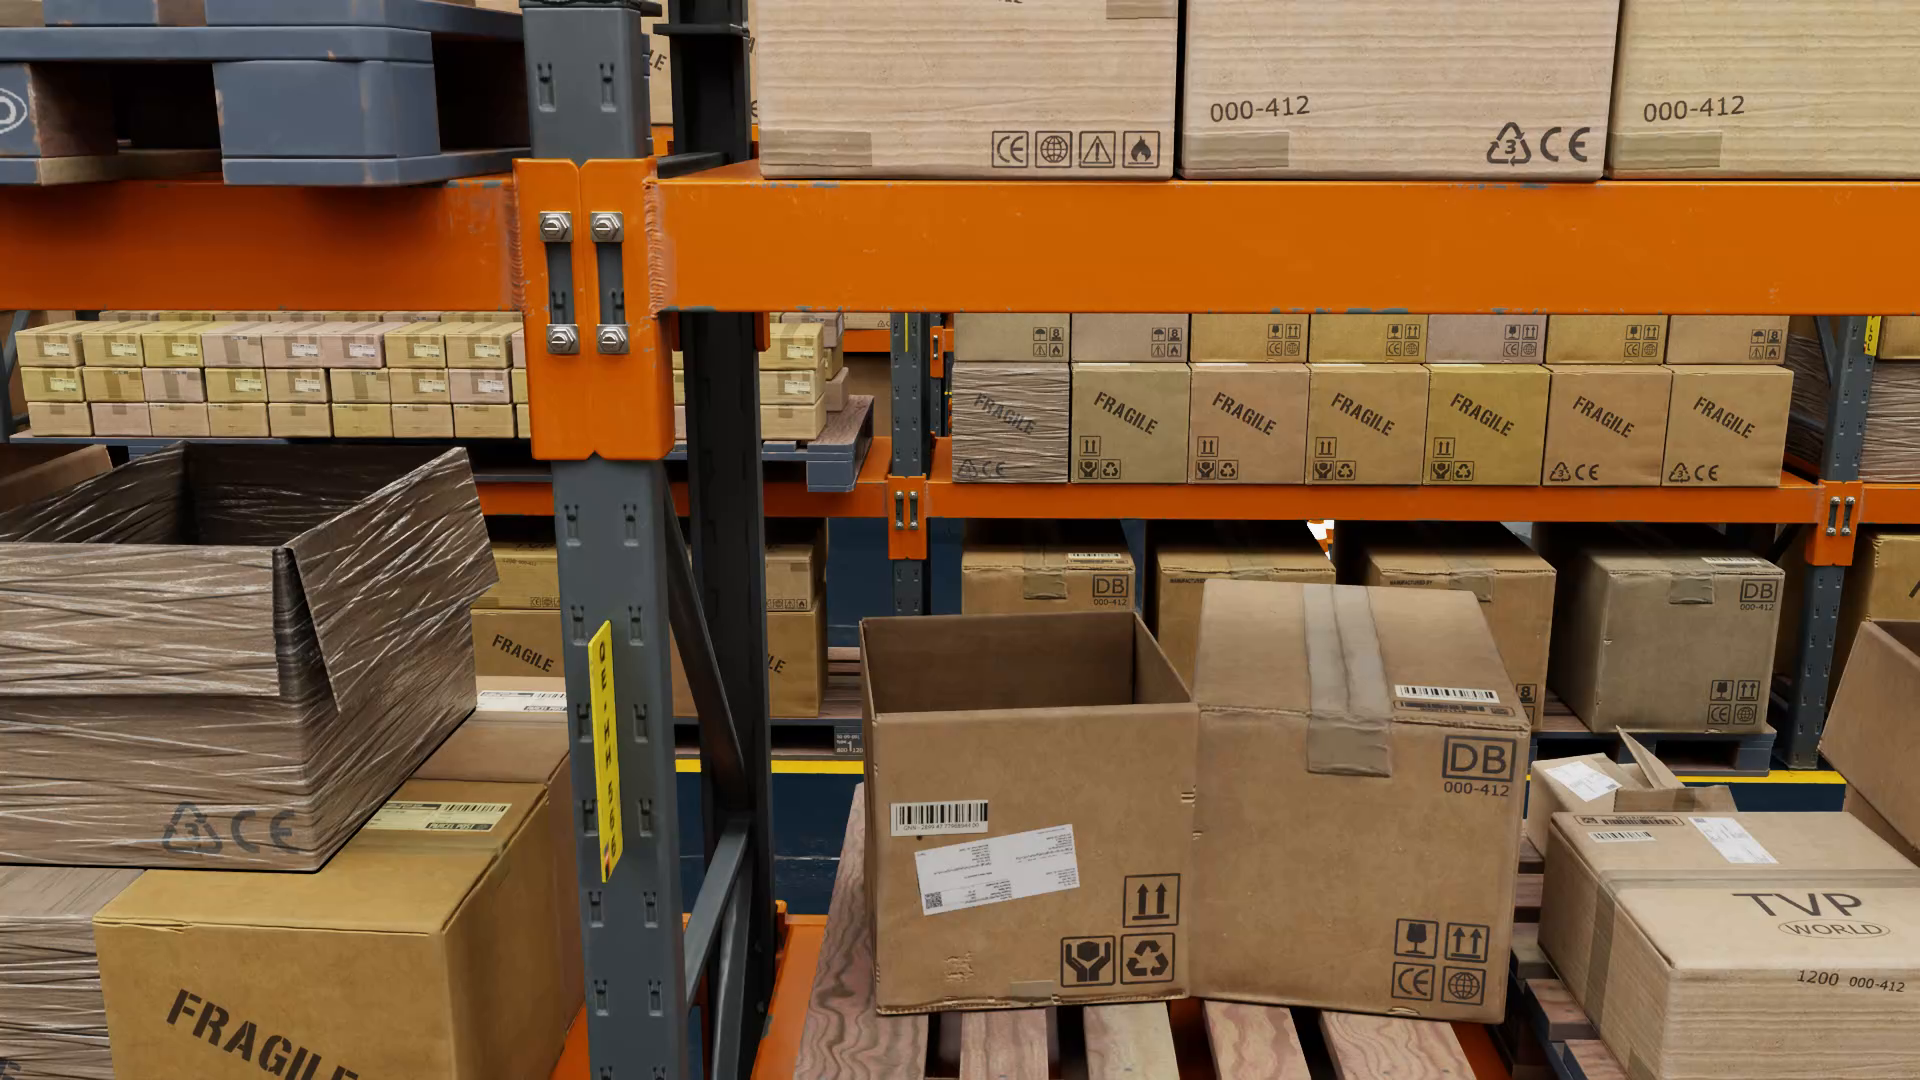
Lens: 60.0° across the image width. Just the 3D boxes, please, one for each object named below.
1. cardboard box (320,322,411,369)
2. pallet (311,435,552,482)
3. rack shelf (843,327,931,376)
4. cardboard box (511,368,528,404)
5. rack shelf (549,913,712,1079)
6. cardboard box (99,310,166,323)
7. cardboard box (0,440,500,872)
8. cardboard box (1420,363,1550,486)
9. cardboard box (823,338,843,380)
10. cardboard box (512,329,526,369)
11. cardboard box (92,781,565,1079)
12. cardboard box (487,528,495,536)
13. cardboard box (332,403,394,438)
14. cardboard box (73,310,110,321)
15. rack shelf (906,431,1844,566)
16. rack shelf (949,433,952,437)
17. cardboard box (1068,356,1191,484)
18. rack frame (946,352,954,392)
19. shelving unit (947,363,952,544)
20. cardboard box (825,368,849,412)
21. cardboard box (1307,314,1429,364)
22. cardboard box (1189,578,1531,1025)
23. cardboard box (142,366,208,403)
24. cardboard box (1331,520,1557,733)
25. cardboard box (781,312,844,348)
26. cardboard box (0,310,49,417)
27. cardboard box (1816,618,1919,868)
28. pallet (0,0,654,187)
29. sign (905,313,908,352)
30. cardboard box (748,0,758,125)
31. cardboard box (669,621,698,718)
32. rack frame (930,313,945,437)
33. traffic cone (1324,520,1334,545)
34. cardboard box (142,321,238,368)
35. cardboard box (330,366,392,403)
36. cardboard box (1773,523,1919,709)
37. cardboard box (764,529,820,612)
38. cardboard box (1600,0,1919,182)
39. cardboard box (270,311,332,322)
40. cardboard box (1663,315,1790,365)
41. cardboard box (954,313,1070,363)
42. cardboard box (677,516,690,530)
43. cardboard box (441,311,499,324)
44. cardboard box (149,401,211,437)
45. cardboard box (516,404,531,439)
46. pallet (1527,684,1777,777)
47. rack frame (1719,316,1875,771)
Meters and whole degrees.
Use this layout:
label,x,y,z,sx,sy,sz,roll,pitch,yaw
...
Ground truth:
label,x,y,z,sx,sy,sz,roll,pitch,yaw
cardboard box,-2.543,-0.839,7.144,0.250,0.149,0.380,1,15,4
pallet,-2.199,-0.482,7.662,1.213,0.211,1.003,0,15,1
rack shelf,-2.193,-1.500,12.556,4.000,0.370,1.077,0,15,1
cardboard box,-1.753,-0.691,7.164,0.250,0.149,0.380,0,15,1
rack shelf,-2.446,1.027,2.977,4.000,0.370,1.077,0,15,1
cardboard box,-3.812,-1.014,7.808,0.250,0.149,0.380,1,15,4
cardboard box,-1.177,0.150,2.729,0.637,0.503,0.797,1,15,3
cardboard box,2.241,-0.536,7.296,0.500,0.500,0.500,1,15,2
cardboard box,-0.697,-0.852,7.774,0.250,0.149,0.380,1,15,4
cardboard box,-1.741,-0.835,7.129,0.250,0.149,0.380,0,15,1
cardboard box,-0.946,0.704,2.596,0.500,0.500,0.500,1,15,3
cardboard box,-2.444,0.124,7.595,0.500,0.250,0.500,1,15,4
cardboard box,-2.530,-0.553,7.224,0.250,0.149,0.380,0,15,0
cardboard box,-6.203,-1.856,12.299,0.500,0.500,0.500,1,15,3
rack shelf,1.780,-0.211,7.670,4.000,0.370,1.077,0,15,1
rack shelf,0.014,-0.653,11.167,0.180,0.103,0.258,0,15,1
cardboard box,0.731,-0.546,7.333,0.500,0.500,0.500,0,15,1
rack frame,-0.071,-3.101,17.213,0.127,3.000,1.000,0,15,1
shelving unit,0.014,-0.580,11.187,0.189,1.200,0.258,0,15,1
cardboard box,-0.661,-0.708,7.812,0.250,0.149,0.380,0,15,1
cardboard box,1.759,-1.089,7.433,0.500,0.500,0.700,0,15,1
cardboard box,0.655,0.412,2.878,0.500,0.500,0.700,3,15,10
cardboard box,-3.319,-0.701,7.202,0.250,0.149,0.380,1,15,3
cardboard box,2.193,0.350,7.718,0.750,0.750,1.050,0,15,1
cardboard box,-0.680,-0.994,7.729,0.250,0.149,0.380,0,15,2
cardboard box,-4.706,-0.858,7.932,0.500,0.500,0.500,0,15,0
cardboard box,1.817,0.478,2.624,0.637,0.503,0.797,2,15,7
pallet,-1.092,-0.657,2.442,1.003,0.211,1.213,1,15,4
sign,-0.223,-0.955,6.965,0.005,0.325,0.100,0,15,1
cardboard box,-0.796,-2.010,7.001,0.500,0.500,0.500,0,15,1
cardboard box,-1.403,0.492,7.673,0.500,0.500,0.500,1,15,4
rack frame,-0.194,-1.835,12.415,0.127,3.000,1.000,0,15,1
traffic cone,2.530,-0.233,11.317,0.334,0.463,0.336,0,15,1
cardboard box,-3.301,-0.845,7.165,0.250,0.149,0.380,1,15,2
cardboard box,-2.524,-0.696,7.185,0.250,0.149,0.380,0,15,0
cardboard box,4.407,0.300,7.663,0.875,0.875,0.875,1,15,2
cardboard box,-0.909,0.133,7.561,0.500,0.250,0.500,0,15,0
cardboard box,1.044,-0.613,2.198,0.500,0.250,0.500,1,15,3
cardboard box,-3.022,-1.009,7.788,0.250,0.149,0.380,0,15,1
cardboard box,3.283,-1.079,7.395,0.500,0.500,0.700,0,15,0
cardboard box,0.229,-1.098,7.467,0.500,0.500,0.700,0,15,1
cardboard box,-1.409,0.002,8.061,0.500,0.250,0.500,0,15,1
cardboard box,-2.239,-1.004,7.770,0.250,0.149,0.380,0,15,1
cardboard box,-3.309,-0.557,7.240,0.250,0.149,0.380,0,15,2
cardboard box,-1.747,-0.547,7.203,0.250,0.149,0.380,0,15,-1
pallet,3.006,0.817,7.831,1.213,0.211,1.003,0,15,1
rack frame,3.780,-0.546,7.529,0.127,3.000,1.000,0,15,1
